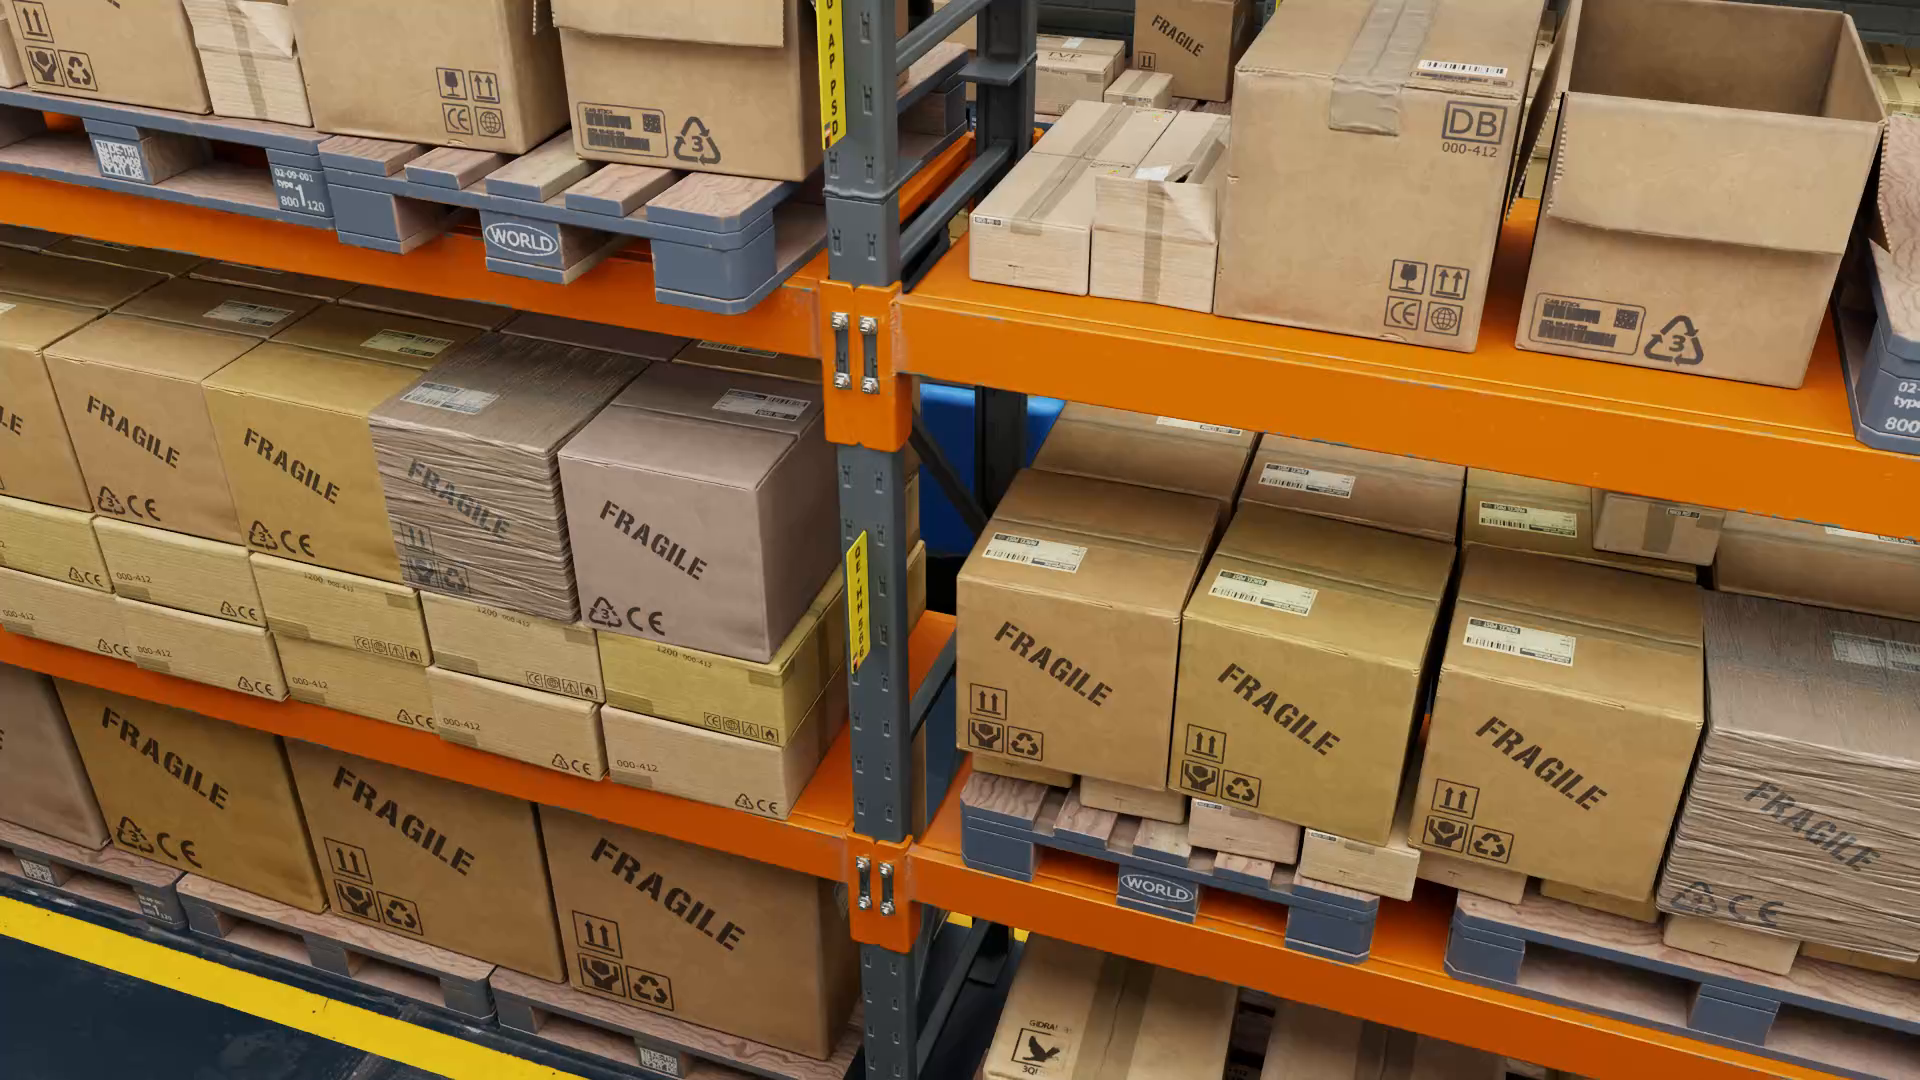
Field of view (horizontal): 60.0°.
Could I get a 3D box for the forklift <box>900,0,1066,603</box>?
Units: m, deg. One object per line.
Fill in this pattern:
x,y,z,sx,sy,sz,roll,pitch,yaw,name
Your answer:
-0.900,-1.346,7.133,3.031,2.935,1.130,9,34,14,forklift

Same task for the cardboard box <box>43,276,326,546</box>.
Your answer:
-2.041,-0.360,4.529,0.500,0.500,0.500,10,34,16,cardboard box

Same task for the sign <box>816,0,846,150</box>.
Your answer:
-0.236,-0.886,3.041,0.005,0.325,0.100,11,34,16,sign

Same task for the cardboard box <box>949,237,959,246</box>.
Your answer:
0.199,-1.477,9.190,0.500,0.500,0.500,13,35,19,cardboard box

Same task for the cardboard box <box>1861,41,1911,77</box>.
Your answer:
4.194,-2.165,7.648,0.250,0.149,0.380,11,34,16,cardboard box

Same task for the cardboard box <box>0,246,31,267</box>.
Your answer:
-3.001,-0.545,4.814,0.500,0.500,0.500,11,34,16,cardboard box

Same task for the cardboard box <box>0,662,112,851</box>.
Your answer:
-3.196,0.400,5.937,0.875,0.875,0.875,12,35,18,cardboard box

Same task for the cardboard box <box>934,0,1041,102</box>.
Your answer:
0.031,-2.616,8.554,0.637,0.503,0.797,10,34,15,cardboard box

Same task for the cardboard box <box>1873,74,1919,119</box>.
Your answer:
4.020,-1.894,7.228,0.250,0.149,0.380,10,34,15,cardboard box

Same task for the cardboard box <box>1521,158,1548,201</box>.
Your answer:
2.925,-1.738,7.814,0.500,0.250,0.500,10,34,15,cardboard box

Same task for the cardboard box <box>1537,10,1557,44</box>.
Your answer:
2.767,-2.472,8.123,0.250,0.149,0.380,10,34,16,cardboard box

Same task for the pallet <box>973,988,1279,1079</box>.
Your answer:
0.694,1.658,4.987,1.213,0.211,1.003,11,34,16,pallet

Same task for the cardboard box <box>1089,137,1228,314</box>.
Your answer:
0.439,-0.669,3.380,0.258,0.266,0.396,11,34,16,cardboard box

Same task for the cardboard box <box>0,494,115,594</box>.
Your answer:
-2.521,-0.124,4.855,0.500,0.250,0.500,11,35,17,cardboard box

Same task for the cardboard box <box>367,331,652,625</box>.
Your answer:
-1.102,-0.170,4.233,0.500,0.500,0.500,12,35,17,cardboard box

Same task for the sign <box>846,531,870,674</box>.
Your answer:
-0.225,0.141,3.699,0.005,0.325,0.100,11,34,16,sign

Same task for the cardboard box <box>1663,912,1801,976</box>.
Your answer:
1.707,0.747,3.672,0.250,0.149,0.380,12,35,18,cardboard box

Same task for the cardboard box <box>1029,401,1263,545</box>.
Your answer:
0.481,-0.059,4.322,0.500,0.500,0.500,10,34,15,cardboard box

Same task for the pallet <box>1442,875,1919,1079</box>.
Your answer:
1.836,0.765,3.976,1.213,0.211,1.003,11,34,16,pallet

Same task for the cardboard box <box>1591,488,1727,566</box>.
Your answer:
1.594,-0.117,3.815,0.250,0.149,0.380,9,34,14,cardboard box

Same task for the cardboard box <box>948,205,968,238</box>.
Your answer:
0.111,-1.774,9.051,0.250,0.149,0.380,10,34,16,cardboard box

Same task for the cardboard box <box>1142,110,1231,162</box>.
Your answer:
0.563,-0.820,3.720,0.250,0.149,0.380,11,34,16,cardboard box

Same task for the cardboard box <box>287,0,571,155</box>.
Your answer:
-1.037,-1.220,3.629,0.500,0.500,0.700,9,34,14,cardboard box

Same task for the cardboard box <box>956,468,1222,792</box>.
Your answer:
0.305,0.200,3.921,0.500,0.500,0.500,10,34,15,cardboard box

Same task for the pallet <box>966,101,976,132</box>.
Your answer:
-0.202,-2.465,8.979,1.213,0.211,1.003,11,34,16,pallet

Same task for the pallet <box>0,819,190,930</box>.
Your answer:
-3.055,0.885,6.184,1.213,0.211,1.003,11,34,16,pallet

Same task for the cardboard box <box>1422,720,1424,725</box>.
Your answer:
1.110,0.298,4.368,0.250,0.149,0.380,9,34,14,cardboard box

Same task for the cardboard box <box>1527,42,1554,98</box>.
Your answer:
2.584,-2.174,7.662,0.250,0.149,0.380,11,35,17,cardboard box

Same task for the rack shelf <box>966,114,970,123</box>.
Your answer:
-0.253,-2.256,9.142,4.000,0.370,1.077,11,34,16,rack shelf

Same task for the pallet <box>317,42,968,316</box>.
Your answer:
-0.665,-0.928,3.831,1.003,0.211,1.213,13,35,19,pallet

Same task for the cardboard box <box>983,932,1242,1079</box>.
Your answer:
0.488,1.379,4.884,0.625,0.372,0.950,9,34,13,cardboard box

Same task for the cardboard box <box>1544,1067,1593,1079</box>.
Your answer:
1.897,1.652,4.462,0.625,0.372,0.950,12,35,18,cardboard box

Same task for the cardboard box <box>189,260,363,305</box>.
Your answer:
-1.849,-0.617,4.925,0.500,0.500,0.500,12,35,17,cardboard box

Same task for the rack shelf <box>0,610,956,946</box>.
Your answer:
-1.924,0.279,5.215,4.000,0.370,1.077,11,34,16,rack shelf

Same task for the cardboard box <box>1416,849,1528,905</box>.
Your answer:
1.204,0.634,3.847,0.250,0.149,0.380,13,35,19,cardboard box

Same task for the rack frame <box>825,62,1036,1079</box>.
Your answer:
-0.041,0.343,4.453,0.127,3.000,1.000,11,34,16,rack frame

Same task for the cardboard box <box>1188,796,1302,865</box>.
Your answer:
0.699,0.569,3.947,0.250,0.149,0.380,9,34,13,cardboard box

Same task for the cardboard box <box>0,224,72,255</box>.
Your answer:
-2.811,-0.806,5.220,0.500,0.500,0.500,12,35,17,cardboard box

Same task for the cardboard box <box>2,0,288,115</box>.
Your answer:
-1.798,-1.310,3.769,0.500,0.500,0.500,11,35,17,cardboard box

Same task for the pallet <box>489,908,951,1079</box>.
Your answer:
-0.758,1.332,5.493,1.213,0.211,1.003,11,34,16,pallet

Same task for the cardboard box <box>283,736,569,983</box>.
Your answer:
-1.501,0.725,5.433,0.875,0.875,0.875,11,35,17,cardboard box

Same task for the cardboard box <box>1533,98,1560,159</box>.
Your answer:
2.923,-1.936,7.660,0.500,0.250,0.500,10,34,15,cardboard box

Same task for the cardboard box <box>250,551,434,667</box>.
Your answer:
-1.555,0.062,4.566,0.500,0.250,0.500,10,34,15,cardboard box

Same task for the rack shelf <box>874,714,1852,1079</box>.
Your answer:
1.842,1.011,4.081,4.000,0.370,1.077,11,34,16,rack shelf

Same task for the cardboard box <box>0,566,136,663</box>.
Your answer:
-2.516,0.085,4.991,0.500,0.250,0.500,11,34,16,cardboard box

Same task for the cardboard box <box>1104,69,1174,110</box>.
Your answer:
0.882,-2.187,8.217,0.250,0.149,0.380,12,35,17,cardboard box

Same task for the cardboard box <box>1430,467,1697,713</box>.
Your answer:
1.447,0.122,4.042,0.500,0.500,0.500,9,34,13,cardboard box

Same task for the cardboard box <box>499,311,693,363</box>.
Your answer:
-0.893,-0.420,4.621,0.500,0.500,0.500,11,34,17,cardboard box

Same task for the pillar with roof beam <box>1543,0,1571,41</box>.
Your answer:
1.709,-2.736,3.691,0.400,9.000,9.100,11,34,16,pillar with roof beam

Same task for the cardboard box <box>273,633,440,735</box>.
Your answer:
-1.559,0.260,4.720,0.500,0.250,0.500,11,34,16,cardboard box

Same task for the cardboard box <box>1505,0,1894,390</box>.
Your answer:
1.405,-0.696,3.202,0.637,0.503,0.797,11,34,16,cardboard box

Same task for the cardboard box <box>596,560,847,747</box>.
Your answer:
-0.583,0.237,4.295,0.500,0.250,0.500,11,34,16,cardboard box

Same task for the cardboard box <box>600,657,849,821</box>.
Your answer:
-0.604,0.446,4.432,0.500,0.250,0.500,10,34,15,cardboard box

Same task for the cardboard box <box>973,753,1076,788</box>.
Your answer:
0.202,0.427,4.168,0.250,0.149,0.380,9,34,14,cardboard box

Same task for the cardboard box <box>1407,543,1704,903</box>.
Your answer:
1.300,0.386,3.633,0.500,0.500,0.500,12,35,17,cardboard box
